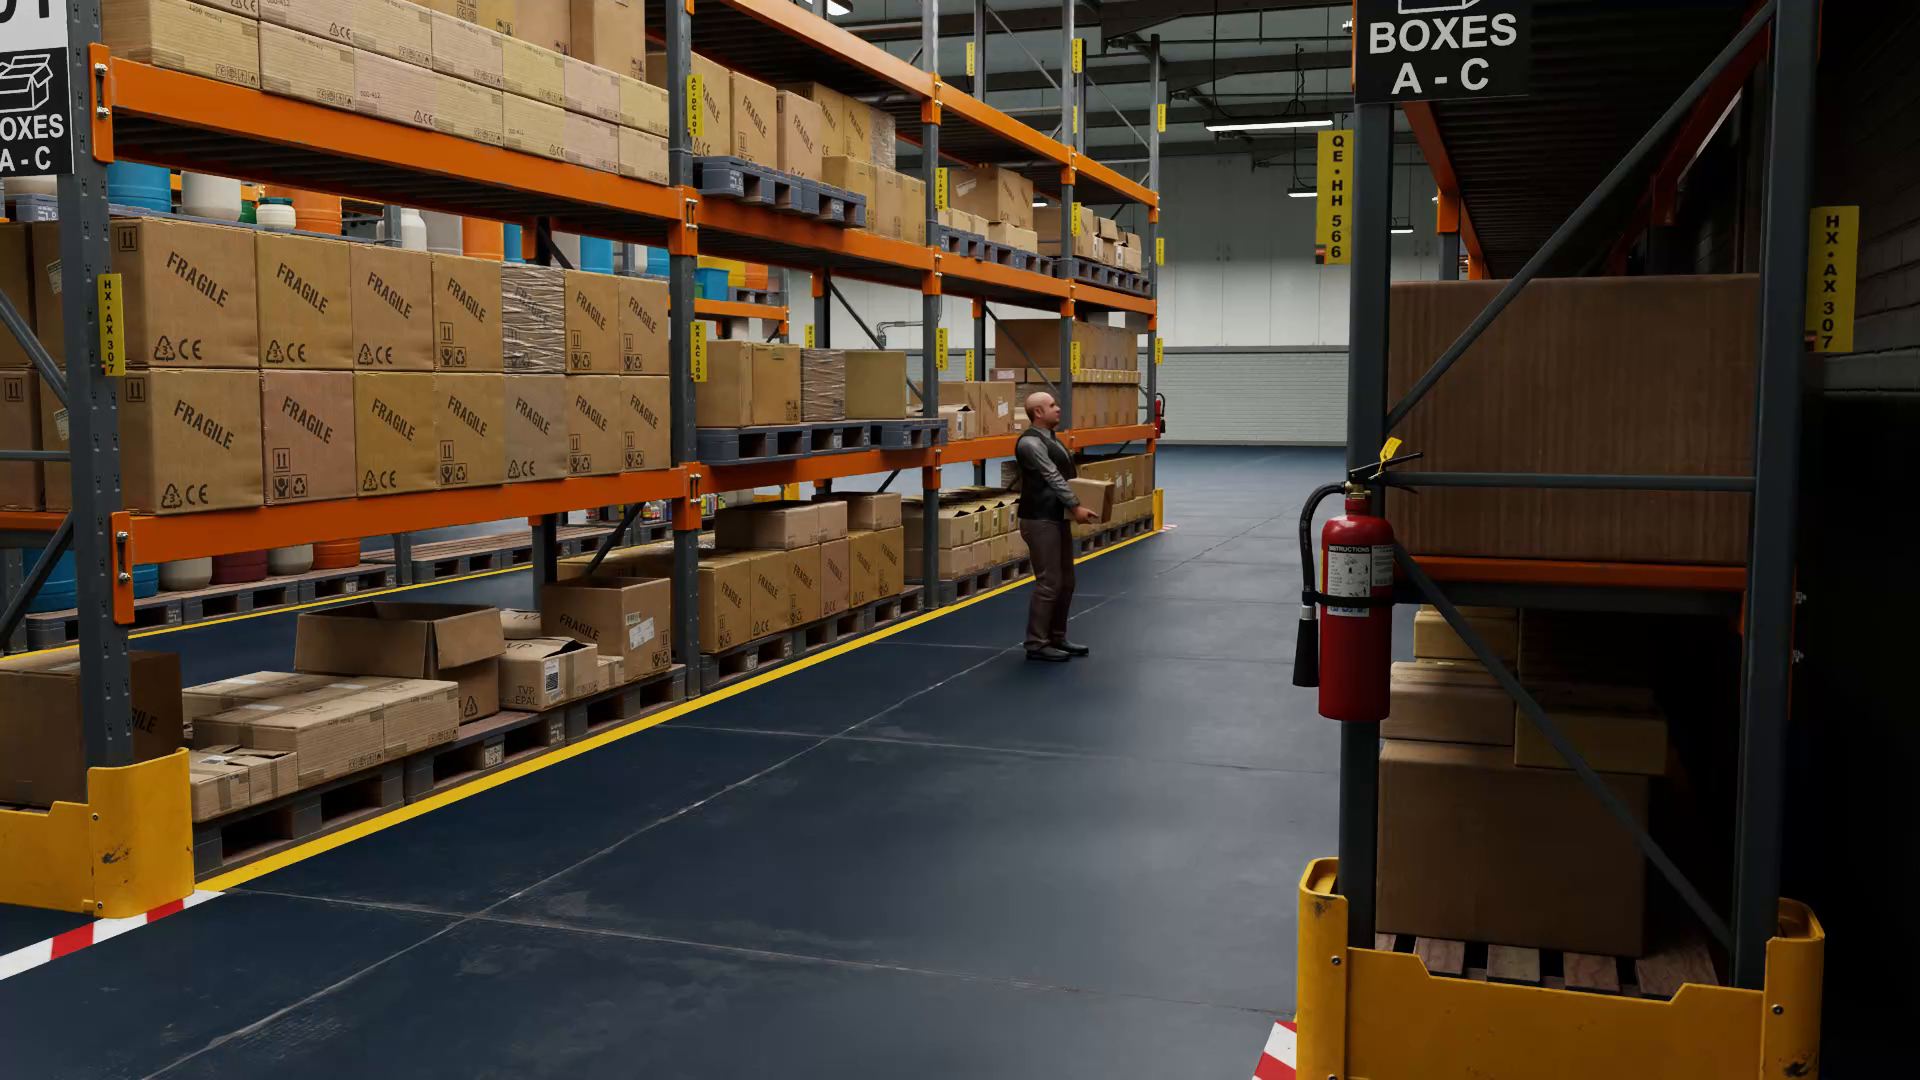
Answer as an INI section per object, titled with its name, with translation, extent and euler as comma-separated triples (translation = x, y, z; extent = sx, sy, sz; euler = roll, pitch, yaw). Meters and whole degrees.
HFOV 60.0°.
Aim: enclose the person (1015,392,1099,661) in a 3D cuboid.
[person]
translation = 0.658, -0.094, 10.716
extent = 0.560, 1.711, 0.494
euler = 2, 5, 19
